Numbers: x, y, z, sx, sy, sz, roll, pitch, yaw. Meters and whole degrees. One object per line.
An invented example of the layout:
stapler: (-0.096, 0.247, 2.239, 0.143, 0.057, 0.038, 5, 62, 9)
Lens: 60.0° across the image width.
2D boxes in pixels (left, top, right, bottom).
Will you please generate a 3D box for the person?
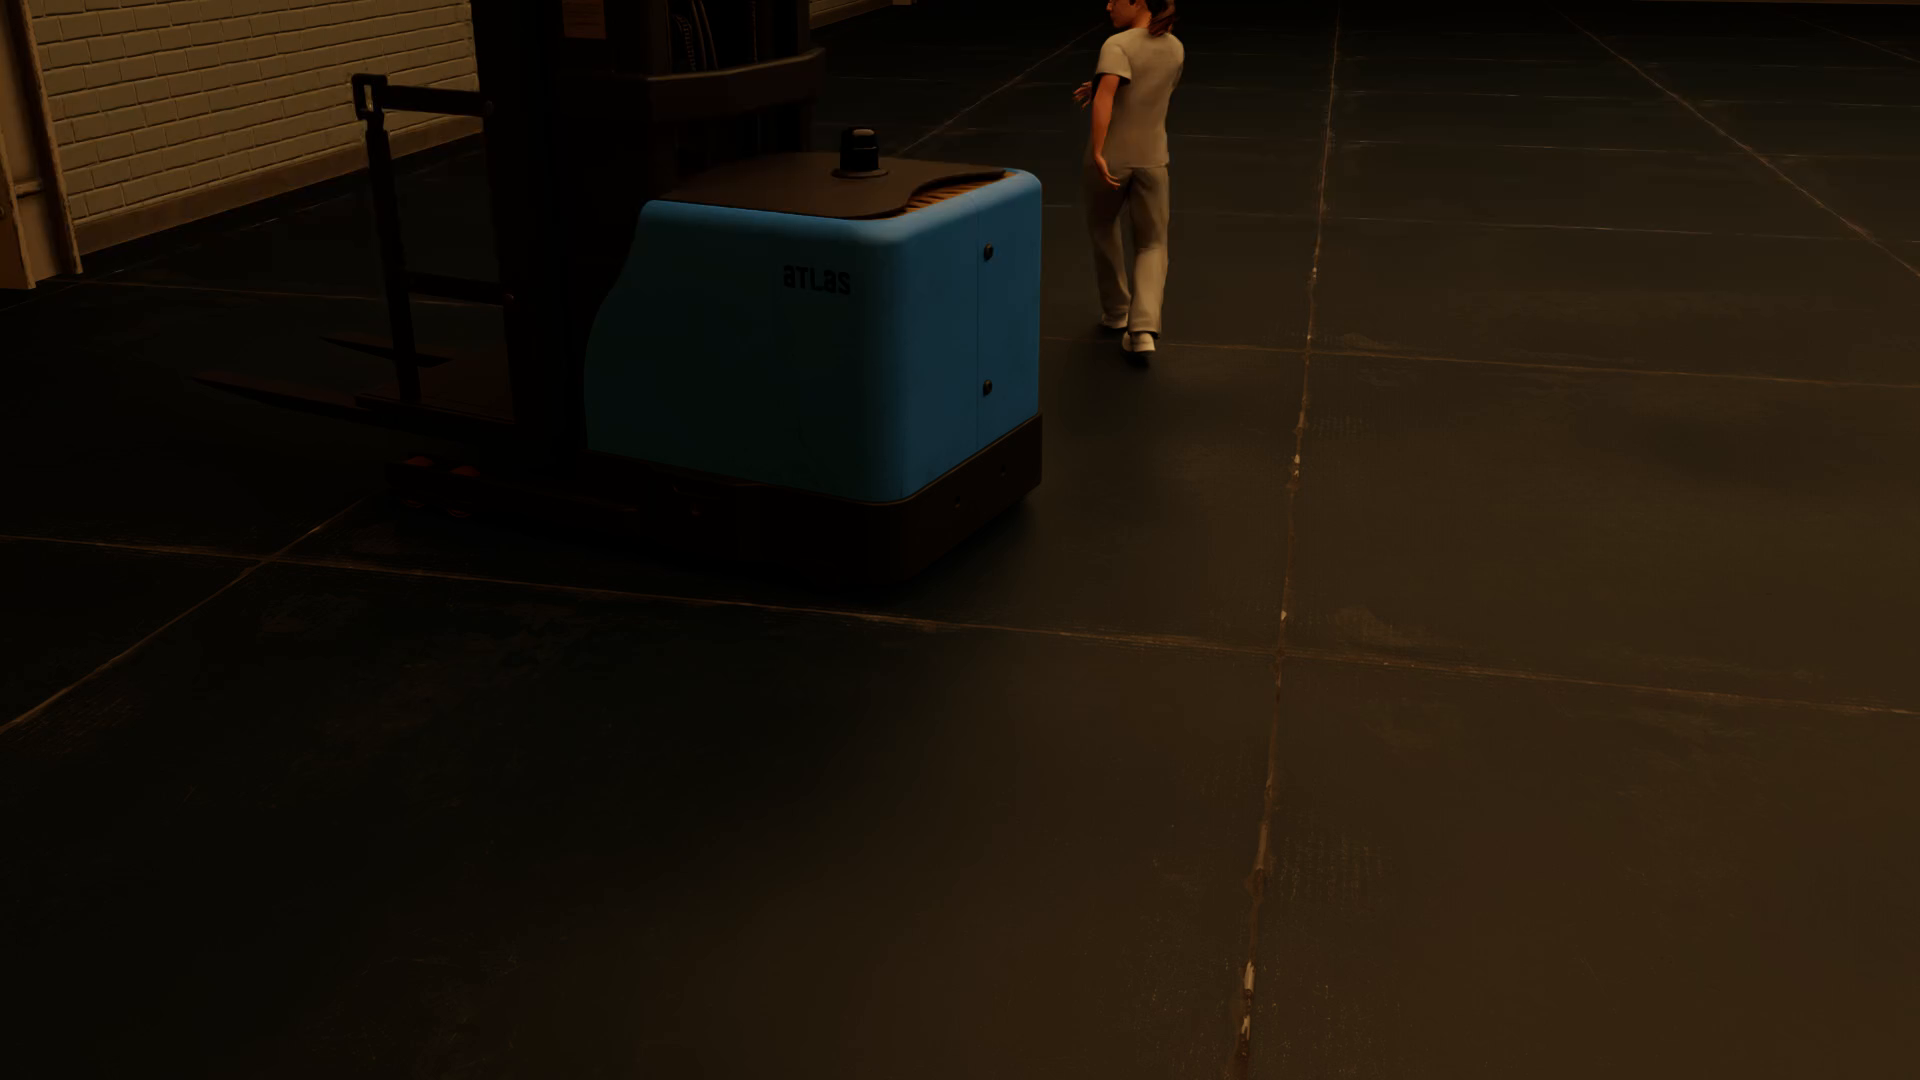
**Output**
person: (0.705, -1.591, 6.994, 0.461, 1.607, 0.886, -3, 22, -7)

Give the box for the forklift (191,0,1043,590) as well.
forklift: (-1.283, -1.590, 5.167, 3.031, 2.935, 1.130, 11, 25, 25)
